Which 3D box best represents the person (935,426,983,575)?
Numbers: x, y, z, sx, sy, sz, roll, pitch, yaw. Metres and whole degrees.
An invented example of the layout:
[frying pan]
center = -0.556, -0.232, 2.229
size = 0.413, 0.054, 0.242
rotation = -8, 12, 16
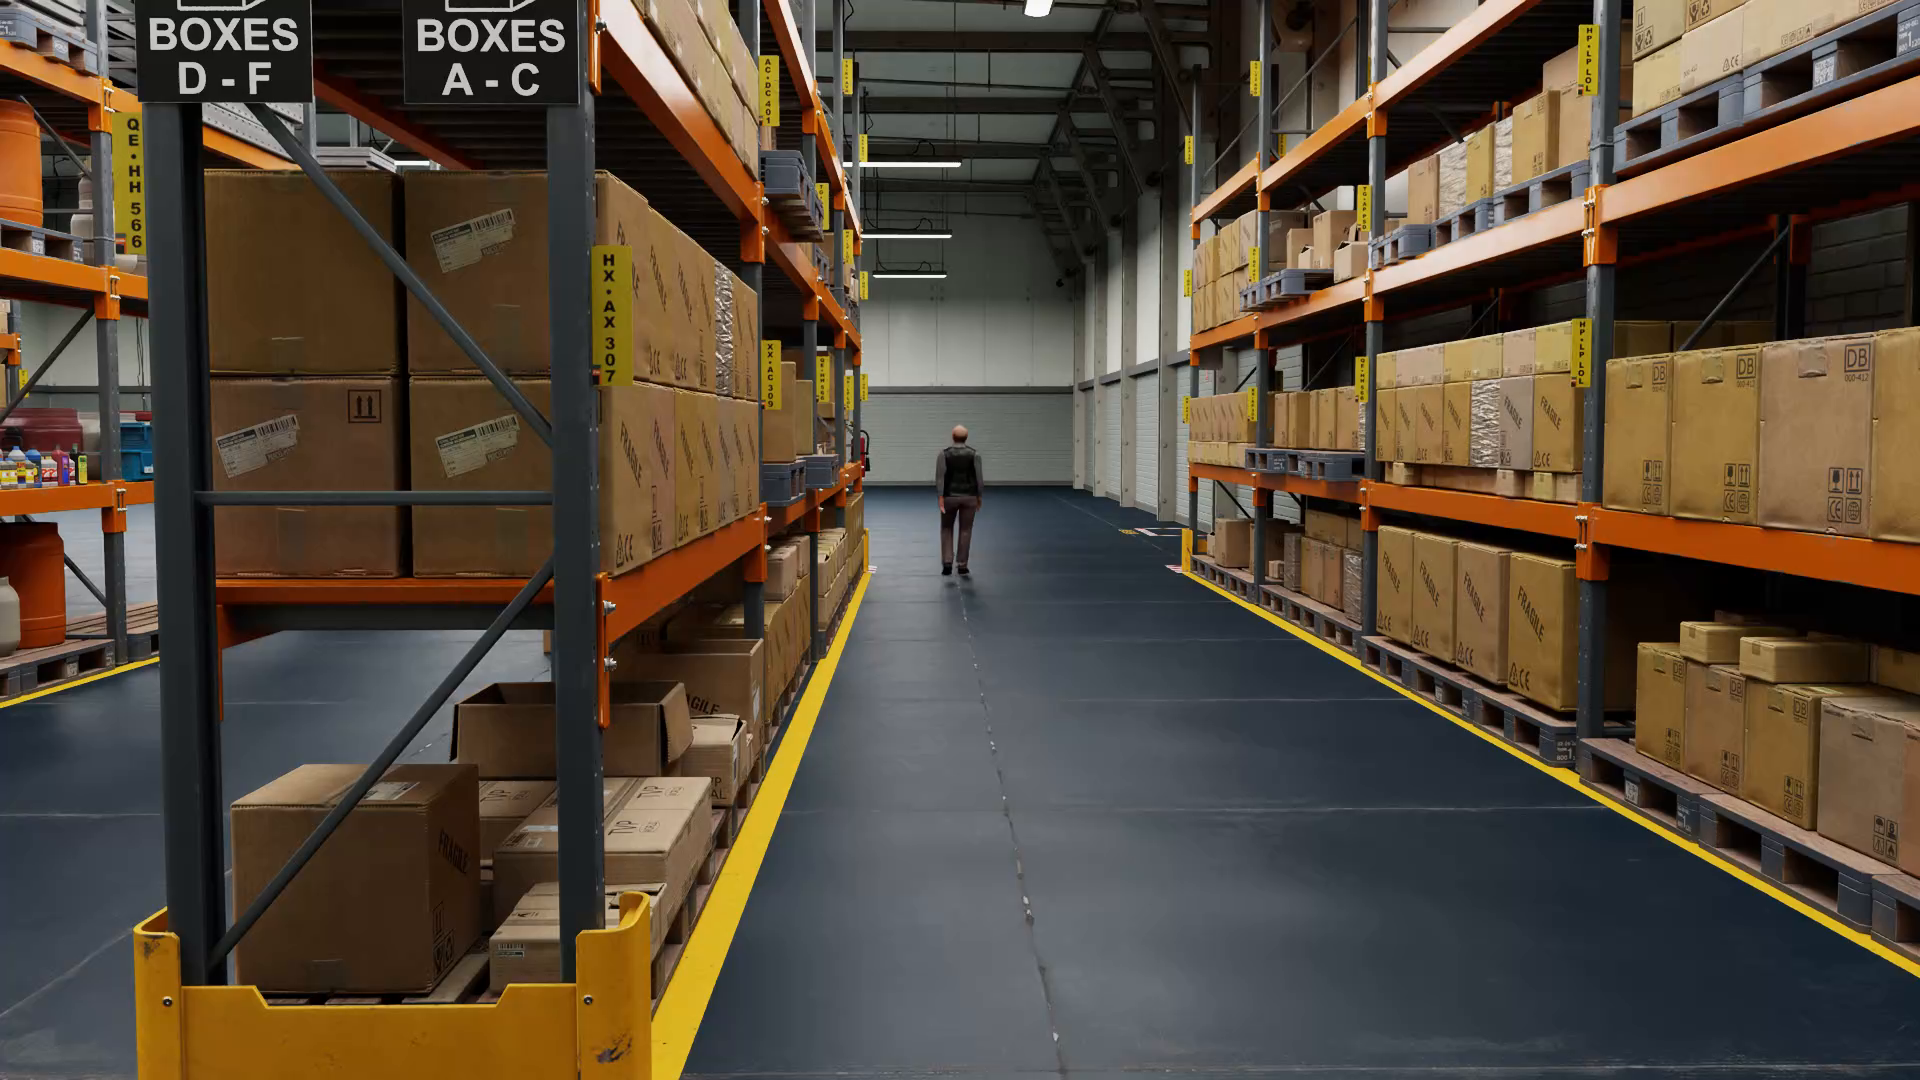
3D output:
[person]
center = -0.009, -0.428, 19.244
size = 0.553, 1.786, 0.551
rotation = 0, 4, 0
